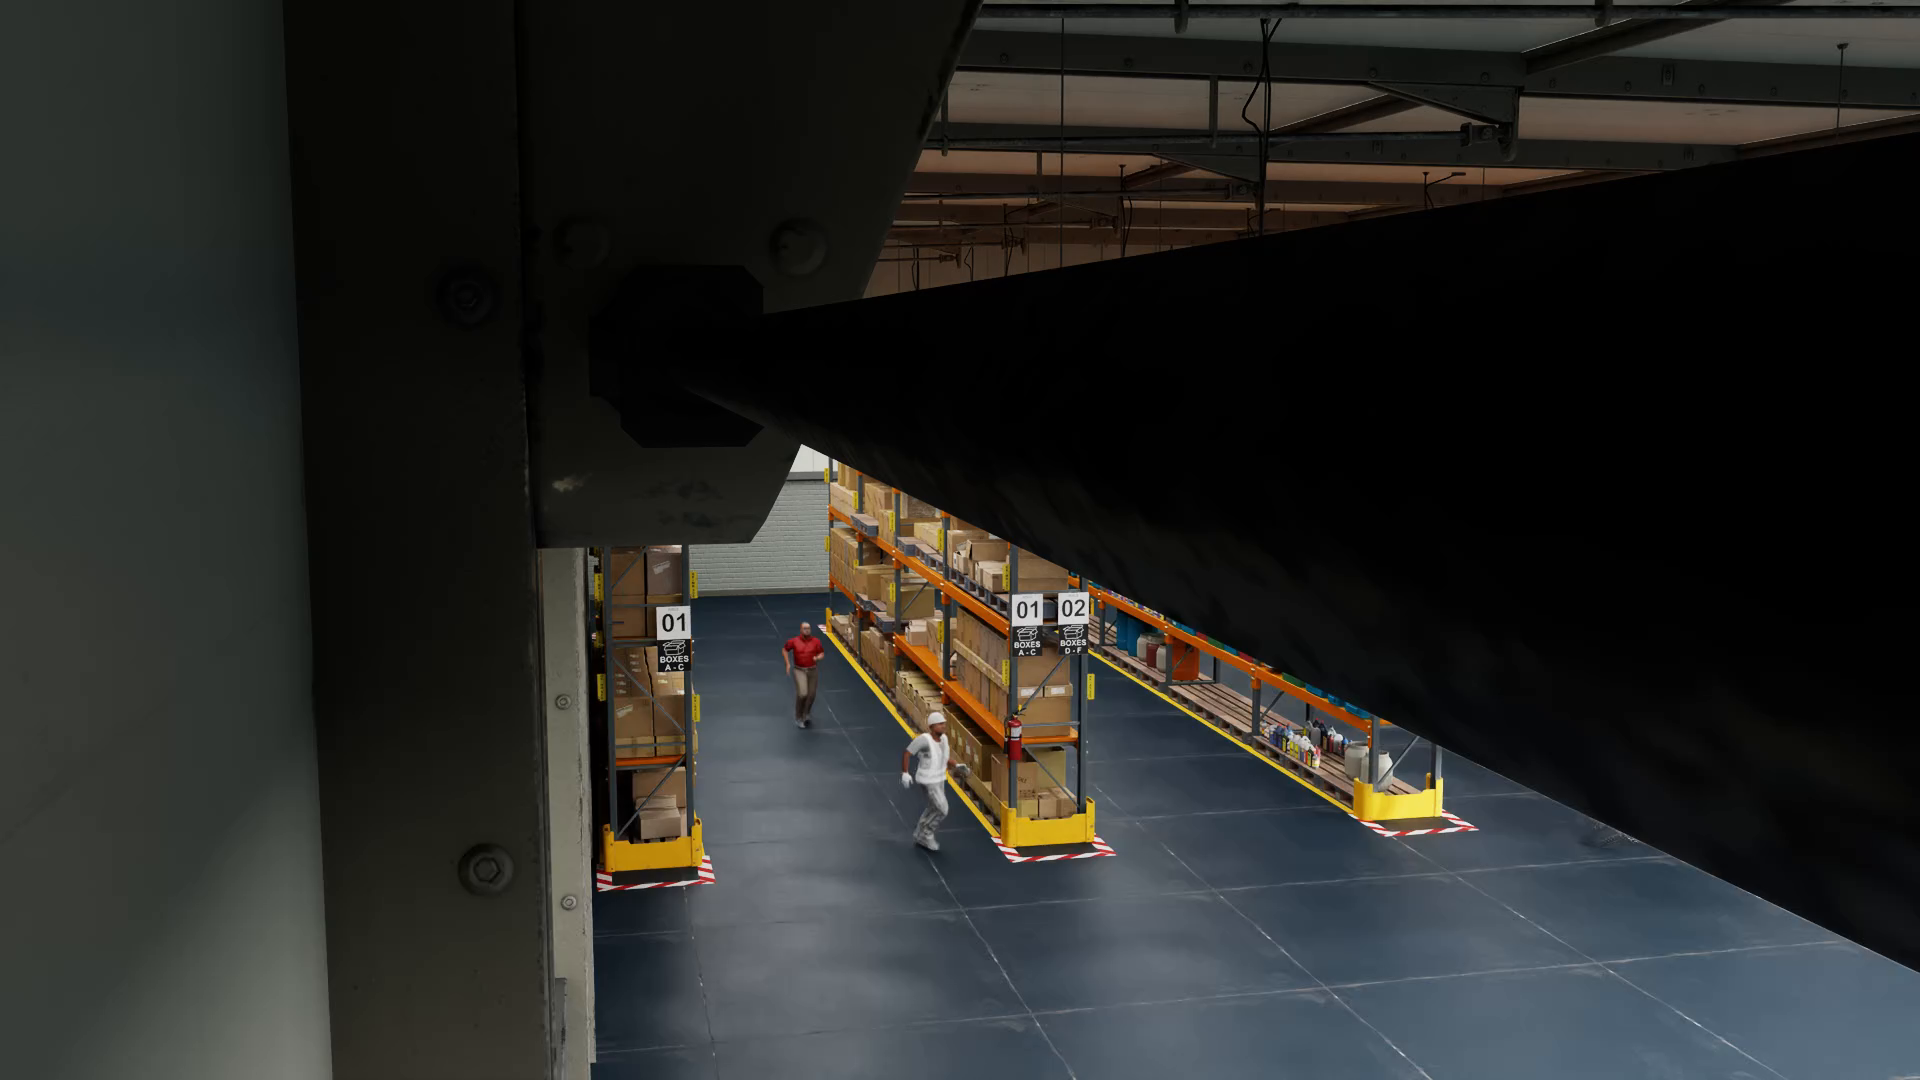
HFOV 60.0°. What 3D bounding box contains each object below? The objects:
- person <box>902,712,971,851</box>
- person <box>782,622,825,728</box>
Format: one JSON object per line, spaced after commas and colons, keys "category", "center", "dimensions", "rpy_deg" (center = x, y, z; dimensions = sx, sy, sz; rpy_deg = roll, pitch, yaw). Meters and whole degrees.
{"category": "person", "center": [-0.302, 3.011, 20.714], "dimensions": [0.760, 1.751, 0.668], "rpy_deg": [4, 8, 32]}
{"category": "person", "center": [-2.550, 2.235, 27.452], "dimensions": [0.648, 1.766, 0.734], "rpy_deg": [-3, 7, -21]}
